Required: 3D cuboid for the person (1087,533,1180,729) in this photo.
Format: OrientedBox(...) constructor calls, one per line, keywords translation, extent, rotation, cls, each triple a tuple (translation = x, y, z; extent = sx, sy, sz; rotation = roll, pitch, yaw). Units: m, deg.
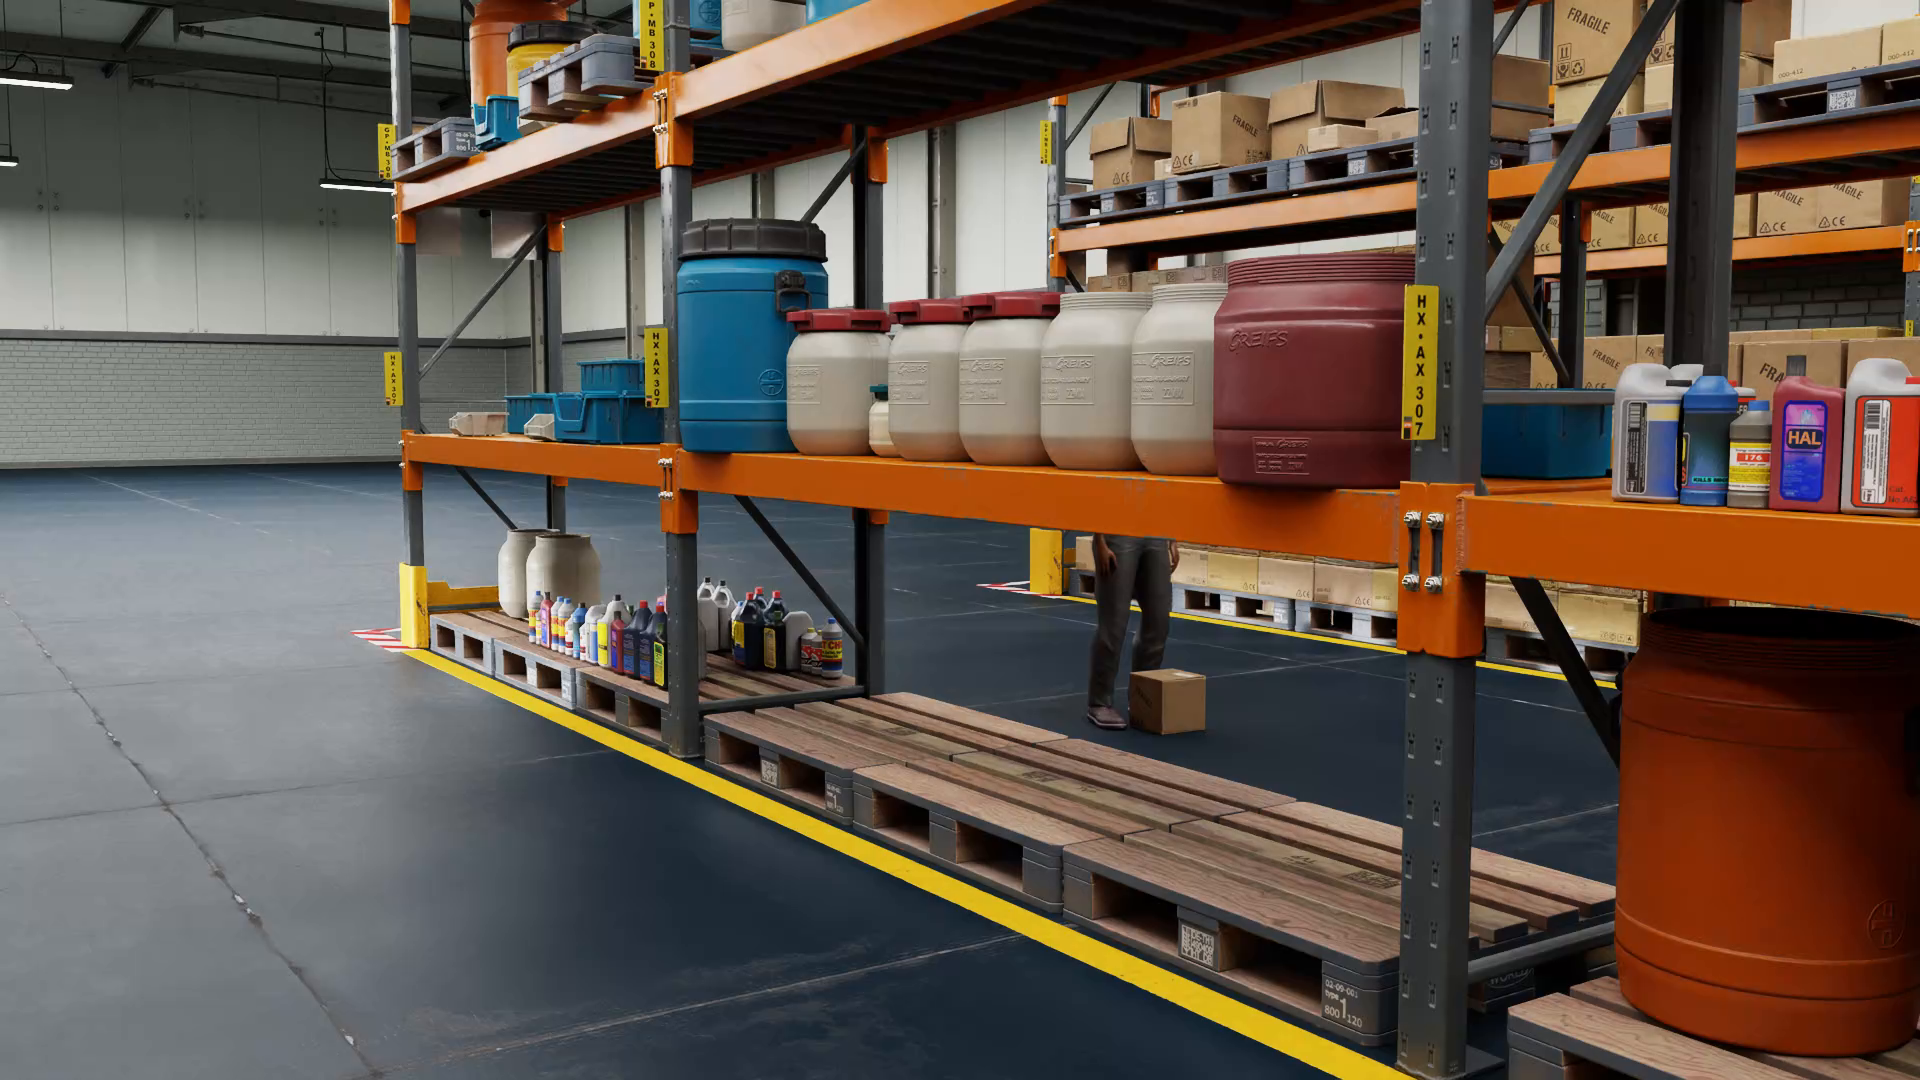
OrientedBox(translation=(0.817, 0.027, 7.782), extent=(0.512, 1.654, 0.352), rotation=(-3, 6, -34), cls="person")
